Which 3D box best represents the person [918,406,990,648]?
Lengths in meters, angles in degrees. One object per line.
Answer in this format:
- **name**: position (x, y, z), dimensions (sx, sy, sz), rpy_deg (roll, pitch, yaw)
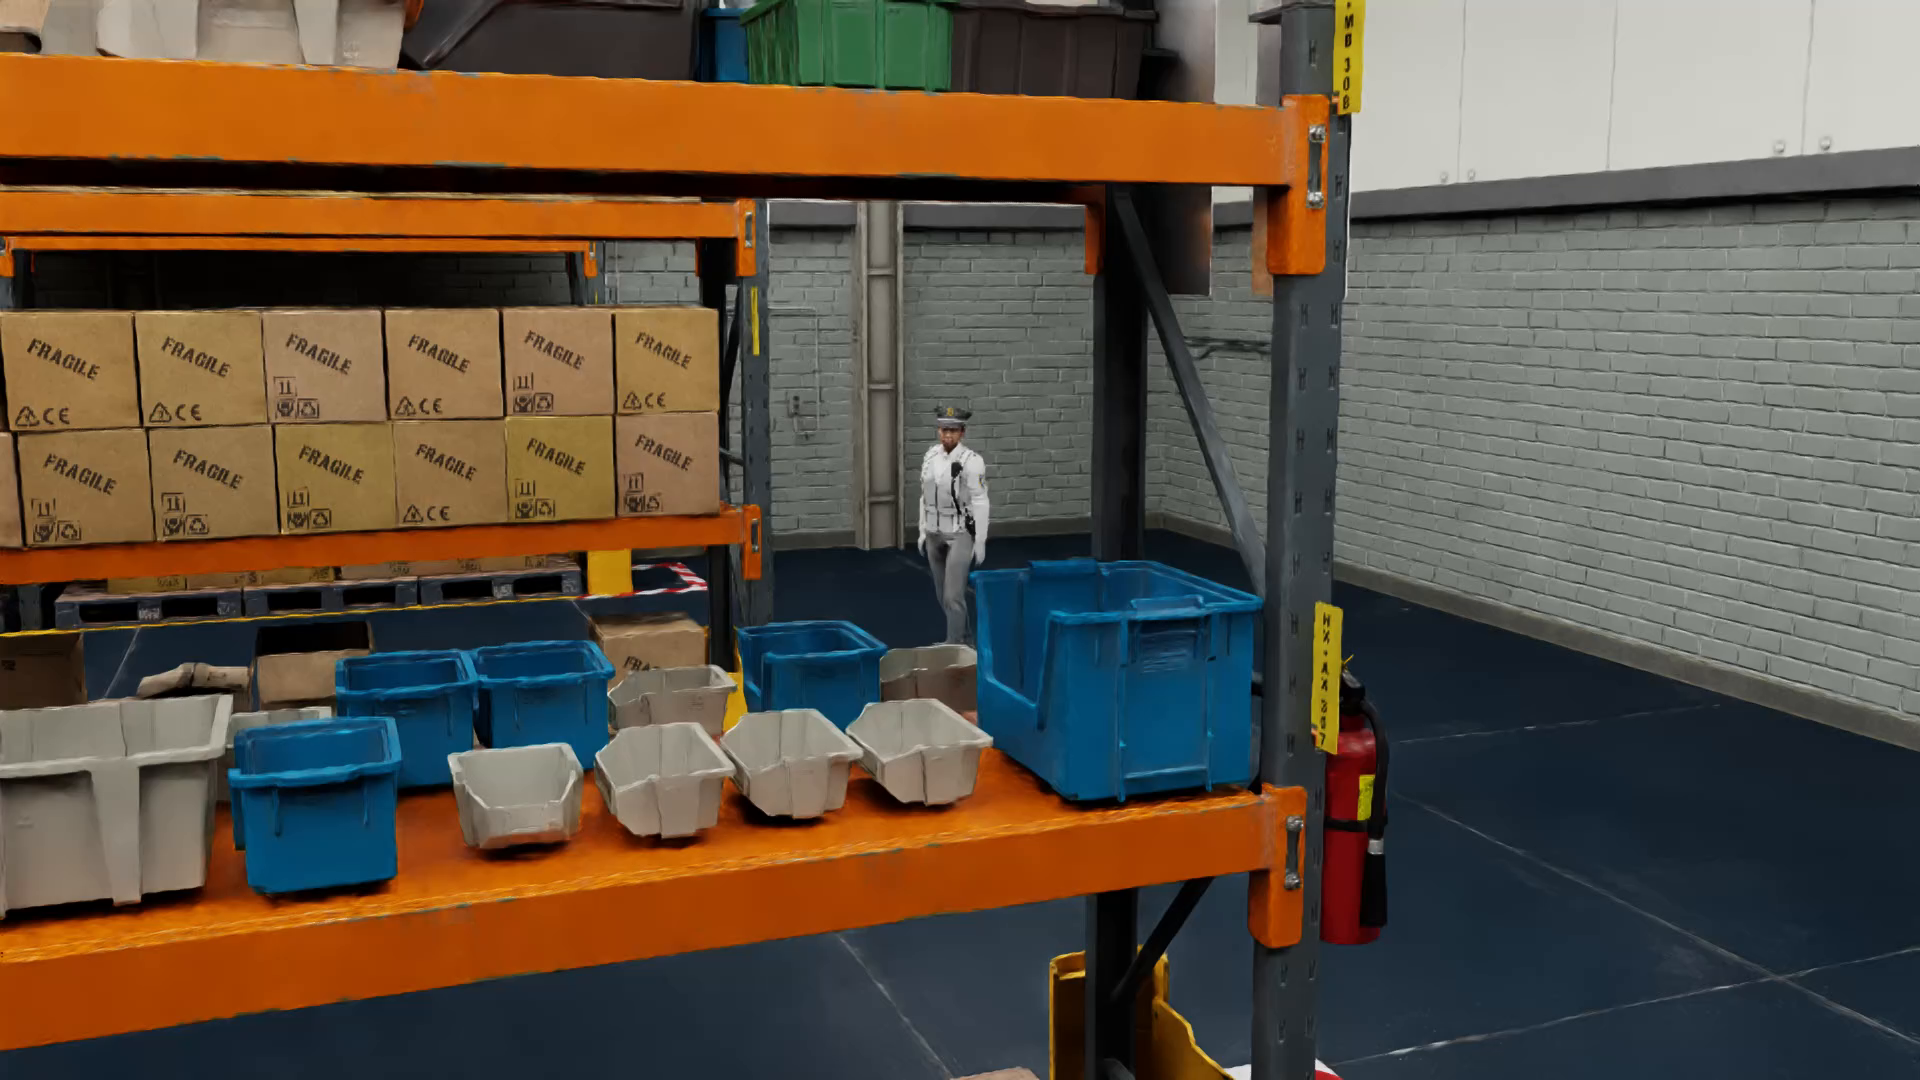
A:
- **person**: position (-0.020, -0.037, 10.567), dimensions (0.519, 1.666, 0.535), rpy_deg (7, 11, 37)
